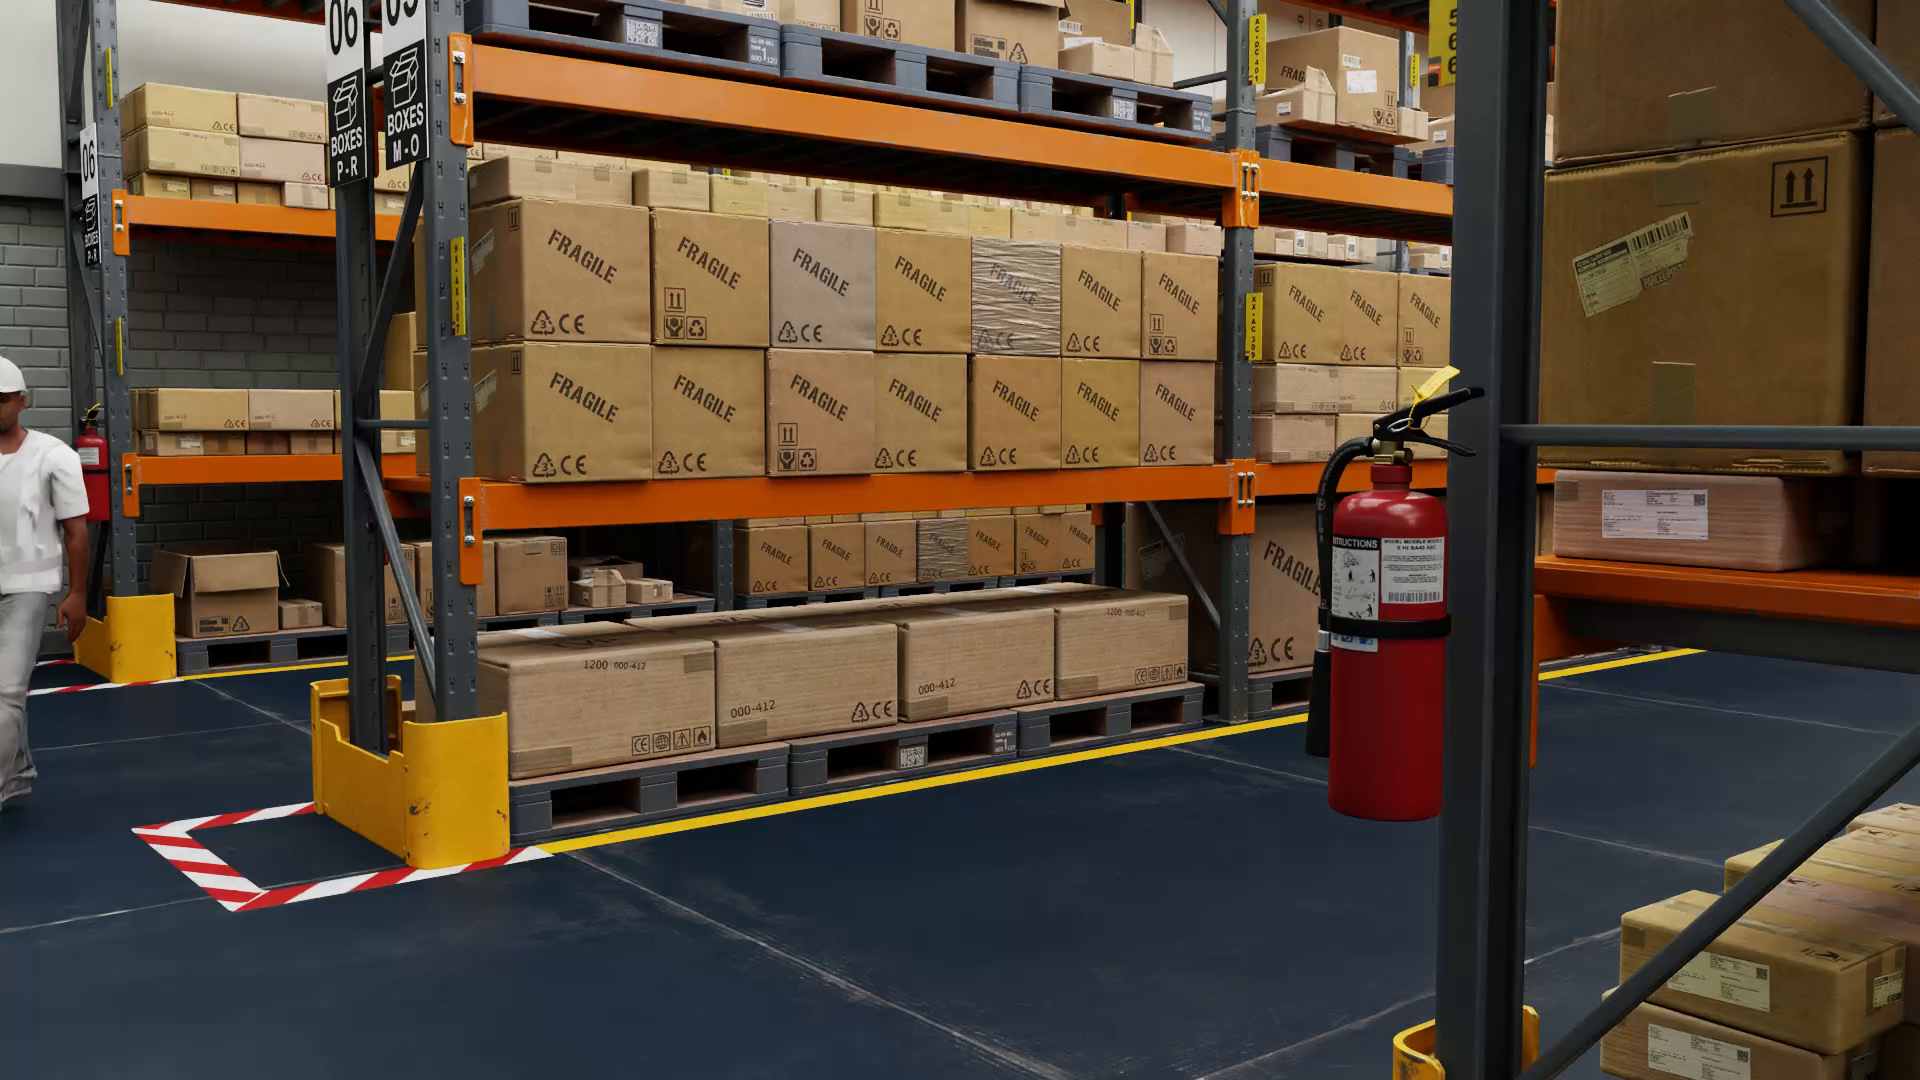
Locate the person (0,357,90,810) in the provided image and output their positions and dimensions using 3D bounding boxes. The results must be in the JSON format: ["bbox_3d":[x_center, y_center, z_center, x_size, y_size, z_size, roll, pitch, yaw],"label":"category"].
[{"bbox_3d":[-3.598,0.191,6.081,0.661,1.728,0.926,-1,4,-7],"label":"person"}]
